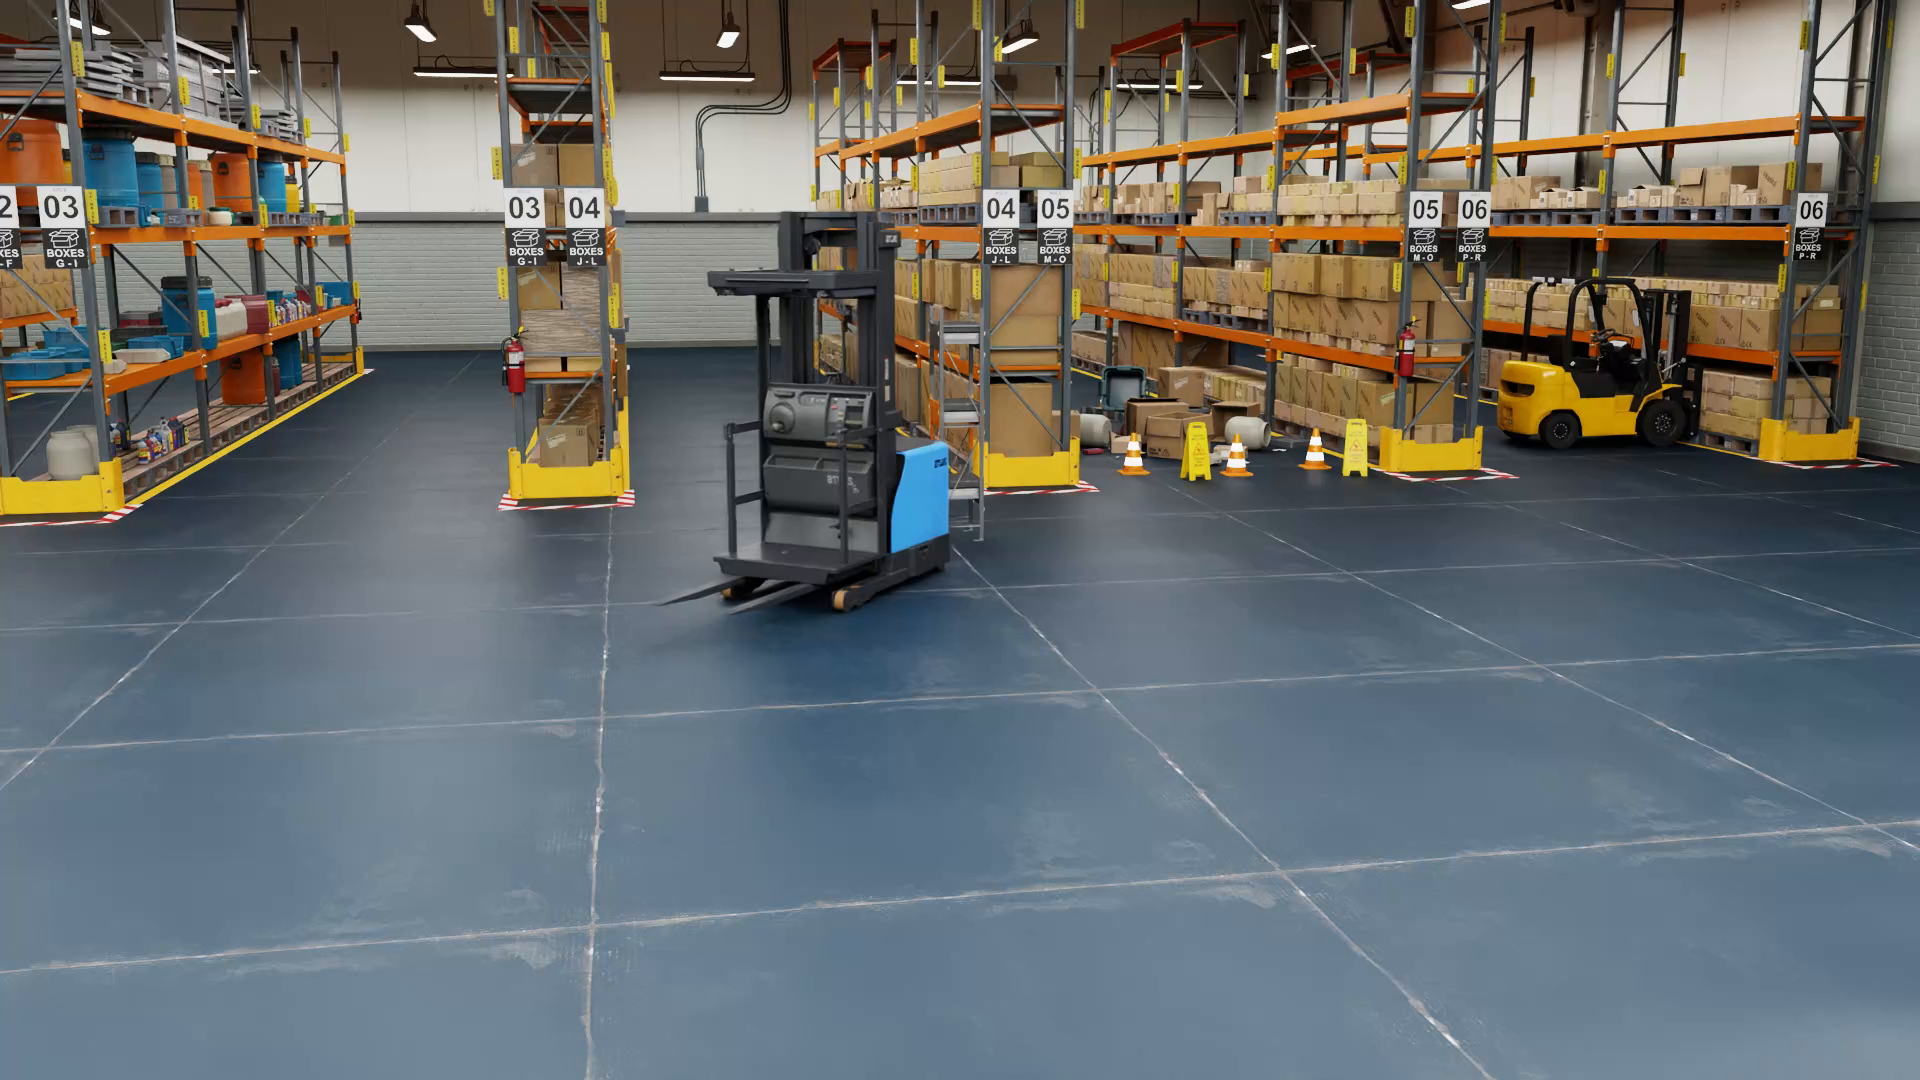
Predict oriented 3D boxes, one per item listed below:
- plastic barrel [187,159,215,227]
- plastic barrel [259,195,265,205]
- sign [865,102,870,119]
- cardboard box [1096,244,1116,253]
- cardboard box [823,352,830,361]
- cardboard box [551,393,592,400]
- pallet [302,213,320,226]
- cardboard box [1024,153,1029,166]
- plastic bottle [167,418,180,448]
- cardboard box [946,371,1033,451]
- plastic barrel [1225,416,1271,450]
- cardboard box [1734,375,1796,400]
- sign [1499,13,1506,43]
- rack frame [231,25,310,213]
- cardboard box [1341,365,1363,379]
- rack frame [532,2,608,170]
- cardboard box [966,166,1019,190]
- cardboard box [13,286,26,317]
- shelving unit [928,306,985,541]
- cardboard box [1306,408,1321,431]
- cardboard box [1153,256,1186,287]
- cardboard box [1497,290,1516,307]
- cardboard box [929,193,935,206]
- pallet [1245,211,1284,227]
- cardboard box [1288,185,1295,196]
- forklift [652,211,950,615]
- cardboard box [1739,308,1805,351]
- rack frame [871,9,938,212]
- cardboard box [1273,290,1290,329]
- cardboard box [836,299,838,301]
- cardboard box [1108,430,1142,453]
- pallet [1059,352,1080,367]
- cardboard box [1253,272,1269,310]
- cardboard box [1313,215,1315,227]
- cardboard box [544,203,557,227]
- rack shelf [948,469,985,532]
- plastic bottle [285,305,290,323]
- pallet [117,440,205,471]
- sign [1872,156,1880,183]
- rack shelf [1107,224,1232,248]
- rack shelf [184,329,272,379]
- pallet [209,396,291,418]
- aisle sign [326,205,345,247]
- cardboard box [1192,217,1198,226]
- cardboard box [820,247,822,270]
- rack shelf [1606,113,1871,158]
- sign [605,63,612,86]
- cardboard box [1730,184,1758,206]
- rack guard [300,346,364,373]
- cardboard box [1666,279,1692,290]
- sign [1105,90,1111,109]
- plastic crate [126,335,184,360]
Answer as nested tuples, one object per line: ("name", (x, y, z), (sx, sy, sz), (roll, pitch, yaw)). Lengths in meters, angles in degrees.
("plastic barrel", (-10.631, -4.789, 22.973), (0.600, 0.901, 0.600), (0, 11, 0))
("plastic barrel", (-10.558, -5.034, 24.893), (0.294, 0.245, 0.294), (0, 11, 0))
("sign", (-1.842, -8.537, 33.062), (0.100, 0.325, 0.005), (-2, 11, -11))
("cardboard box", (2.801, -5.550, 31.657), (0.380, 0.149, 0.250), (-2, 11, -11))
("cardboard box", (-2.474, -3.594, 32.558), (0.380, 0.149, 0.250), (-2, 11, -10))
("cardboard box", (-4.903, -1.578, 21.027), (0.500, 0.500, 0.500), (-2, 11, -13))
("pallet", (-11.107, -5.202, 26.988), (1.213, 0.211, 1.003), (-2, 11, -11))
("cardboard box", (0.921, -4.219, 18.465), (0.380, 0.149, 0.250), (-2, 11, -11))
("plastic bottle", (-9.354, -1.266, 19.735), (0.144, 0.351, 0.185), (-3, 11, -14))
("cardboard box", (0.352, -1.548, 19.869), (0.875, 0.875, 0.875), (-2, 11, -12))
("plastic barrel", (3.671, -1.359, 21.206), (0.512, 0.421, 0.421), (6, 12, 28))
("cardboard box", (10.030, -1.902, 20.725), (0.500, 0.250, 0.500), (-2, 11, -9))
("sign", (6.090, -5.766, 18.712), (0.100, 0.325, 0.005), (-2, 11, -11))
("rack frame", (-11.355, -6.909, 27.427), (1.000, 3.000, 0.127), (-2, 11, -11))
("cardboard box", (4.963, -2.092, 20.657), (0.380, 0.149, 0.250), (-2, 11, -10))
("rack frame", (-5.719, -6.355, 24.519), (1.000, 3.000, 0.127), (-2, 11, -11))
("cardboard box", (0.352, -3.984, 18.296), (0.500, 0.250, 0.500), (-2, 11, -10))
("cardboard box", (-16.150, -4.028, 28.072), (0.500, 0.500, 0.500), (-2, 11, -10))
("shelving unit", (-0.032, -1.062, 15.160), (0.431, 2.100, 0.503), (-2, 11, -11))
("cardboard box", (4.850, -1.578, 21.693), (0.500, 0.250, 0.500), (-2, 11, -12))
("cardboard box", (3.537, -4.488, 27.811), (0.500, 0.500, 0.500), (-2, 11, -10))
("cardboard box", (8.897, -3.843, 26.428), (0.500, 0.250, 0.500), (-2, 11, -12))
("cardboard box", (-0.171, -4.223, 20.623), (0.380, 0.149, 0.250), (-2, 11, -12))
("pallet", (4.764, -4.533, 23.471), (1.213, 0.211, 1.003), (-2, 11, -11))
("cardboard box", (4.600, -4.660, 22.176), (0.380, 0.149, 0.250), (-2, 11, -9))
("forklift", (-1.187, -0.997, 12.598), (1.130, 2.935, 3.031), (5, 12, 26))
("cardboard box", (10.072, -2.612, 20.631), (0.500, 0.500, 0.500), (-2, 11, -12))
("rack frame", (-0.834, -6.517, 25.369), (1.000, 3.000, 0.127), (-2, 11, -11))
("cardboard box", (4.592, -3.139, 22.604), (0.500, 0.500, 0.500), (-2, 11, -11))
("cardboard box", (-1.987, -4.297, 29.301), (0.380, 0.149, 0.250), (-3, 11, -14))
("cardboard box", (2.085, -1.245, 21.027), (0.396, 0.266, 0.258), (0, 11, -1))
("pallet", (2.678, -3.722, 34.187), (1.003, 0.211, 1.213), (-2, 11, -11))
("cardboard box", (4.465, -3.513, 23.443), (0.500, 0.500, 0.500), (-2, 11, -12))
("cardboard box", (4.803, -4.131, 21.525), (0.380, 0.149, 0.250), (-2, 11, -13))
("cardboard box", (-4.506, -3.420, 17.520), (0.500, 0.250, 0.500), (-2, 11, -10))
("rack shelf", (-0.032, -0.361, 15.293), (0.431, 0.518, 0.480), (-2, 11, -11))
("plastic bottle", (-10.632, -3.576, 26.275), (0.061, 0.283, 0.133), (-2, 11, -11))
("pallet", (-9.710, -1.000, 19.884), (1.003, 0.211, 1.213), (-2, 11, -11))
("sign", (10.971, -4.443, 19.947), (0.100, 0.325, 0.005), (-2, 11, -11))
("rack shelf", (3.613, -5.255, 28.687), (1.077, 0.370, 4.000), (-2, 11, -11))
("rack shelf", (-10.189, -2.508, 22.273), (1.077, 0.370, 4.000), (-2, 11, -11))
("pallet", (-10.772, -2.001, 25.146), (1.003, 0.211, 1.213), (-2, 11, -11))
("aisle sign", (-11.860, -5.996, 31.724), (0.394, 0.787, 0.004), (-2, 11, -11))
("cardboard box", (3.896, -5.055, 26.380), (0.380, 0.149, 0.250), (-2, 11, -11))
("cardboard box", (-2.459, -5.539, 32.540), (0.500, 0.500, 0.500), (-2, 11, -9))
("rack shelf", (10.037, -5.246, 21.687), (1.077, 0.370, 4.000), (-2, 11, -11))
("sign", (-5.189, -6.874, 24.537), (0.100, 0.325, 0.005), (-2, 11, -11))
("cardboard box", (9.917, -4.333, 20.884), (0.396, 0.266, 0.258), (-2, 11, -11))
("rack guard", (-12.151, -3.471, 32.097), (1.175, 0.500, 0.348), (-2, 11, -11))
("cardboard box", (9.747, -3.427, 22.383), (0.380, 0.149, 0.250), (-2, 11, -11))
("sign", (2.674, -7.970, 30.082), (0.100, 0.325, 0.005), (-2, 11, -11))
("plastic crate", (-9.318, -2.228, 19.278), (0.499, 0.251, 0.616), (-2, 11, -11))
